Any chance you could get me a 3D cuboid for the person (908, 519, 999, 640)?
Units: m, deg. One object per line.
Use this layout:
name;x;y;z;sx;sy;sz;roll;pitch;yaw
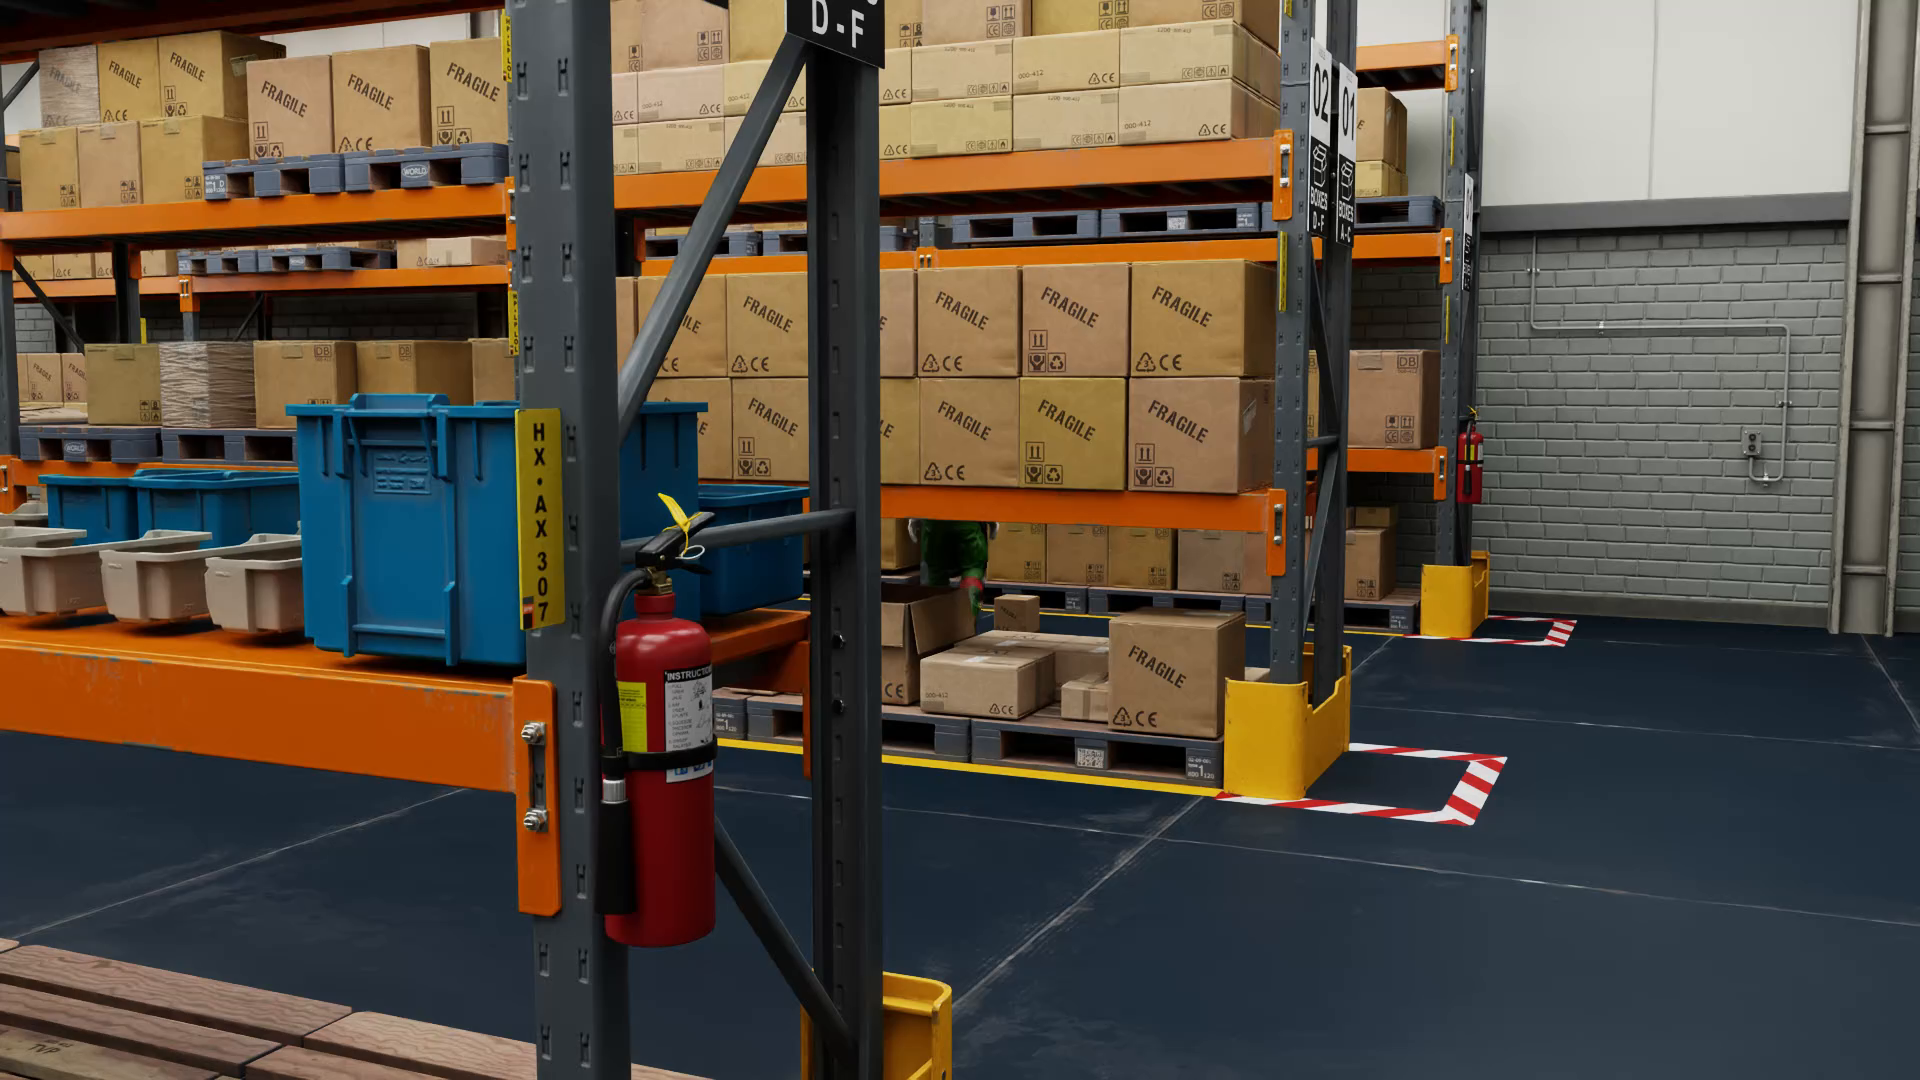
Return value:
person;-0.042;-0.157;10.981;0.601;1.776;0.850;0;5;-1
